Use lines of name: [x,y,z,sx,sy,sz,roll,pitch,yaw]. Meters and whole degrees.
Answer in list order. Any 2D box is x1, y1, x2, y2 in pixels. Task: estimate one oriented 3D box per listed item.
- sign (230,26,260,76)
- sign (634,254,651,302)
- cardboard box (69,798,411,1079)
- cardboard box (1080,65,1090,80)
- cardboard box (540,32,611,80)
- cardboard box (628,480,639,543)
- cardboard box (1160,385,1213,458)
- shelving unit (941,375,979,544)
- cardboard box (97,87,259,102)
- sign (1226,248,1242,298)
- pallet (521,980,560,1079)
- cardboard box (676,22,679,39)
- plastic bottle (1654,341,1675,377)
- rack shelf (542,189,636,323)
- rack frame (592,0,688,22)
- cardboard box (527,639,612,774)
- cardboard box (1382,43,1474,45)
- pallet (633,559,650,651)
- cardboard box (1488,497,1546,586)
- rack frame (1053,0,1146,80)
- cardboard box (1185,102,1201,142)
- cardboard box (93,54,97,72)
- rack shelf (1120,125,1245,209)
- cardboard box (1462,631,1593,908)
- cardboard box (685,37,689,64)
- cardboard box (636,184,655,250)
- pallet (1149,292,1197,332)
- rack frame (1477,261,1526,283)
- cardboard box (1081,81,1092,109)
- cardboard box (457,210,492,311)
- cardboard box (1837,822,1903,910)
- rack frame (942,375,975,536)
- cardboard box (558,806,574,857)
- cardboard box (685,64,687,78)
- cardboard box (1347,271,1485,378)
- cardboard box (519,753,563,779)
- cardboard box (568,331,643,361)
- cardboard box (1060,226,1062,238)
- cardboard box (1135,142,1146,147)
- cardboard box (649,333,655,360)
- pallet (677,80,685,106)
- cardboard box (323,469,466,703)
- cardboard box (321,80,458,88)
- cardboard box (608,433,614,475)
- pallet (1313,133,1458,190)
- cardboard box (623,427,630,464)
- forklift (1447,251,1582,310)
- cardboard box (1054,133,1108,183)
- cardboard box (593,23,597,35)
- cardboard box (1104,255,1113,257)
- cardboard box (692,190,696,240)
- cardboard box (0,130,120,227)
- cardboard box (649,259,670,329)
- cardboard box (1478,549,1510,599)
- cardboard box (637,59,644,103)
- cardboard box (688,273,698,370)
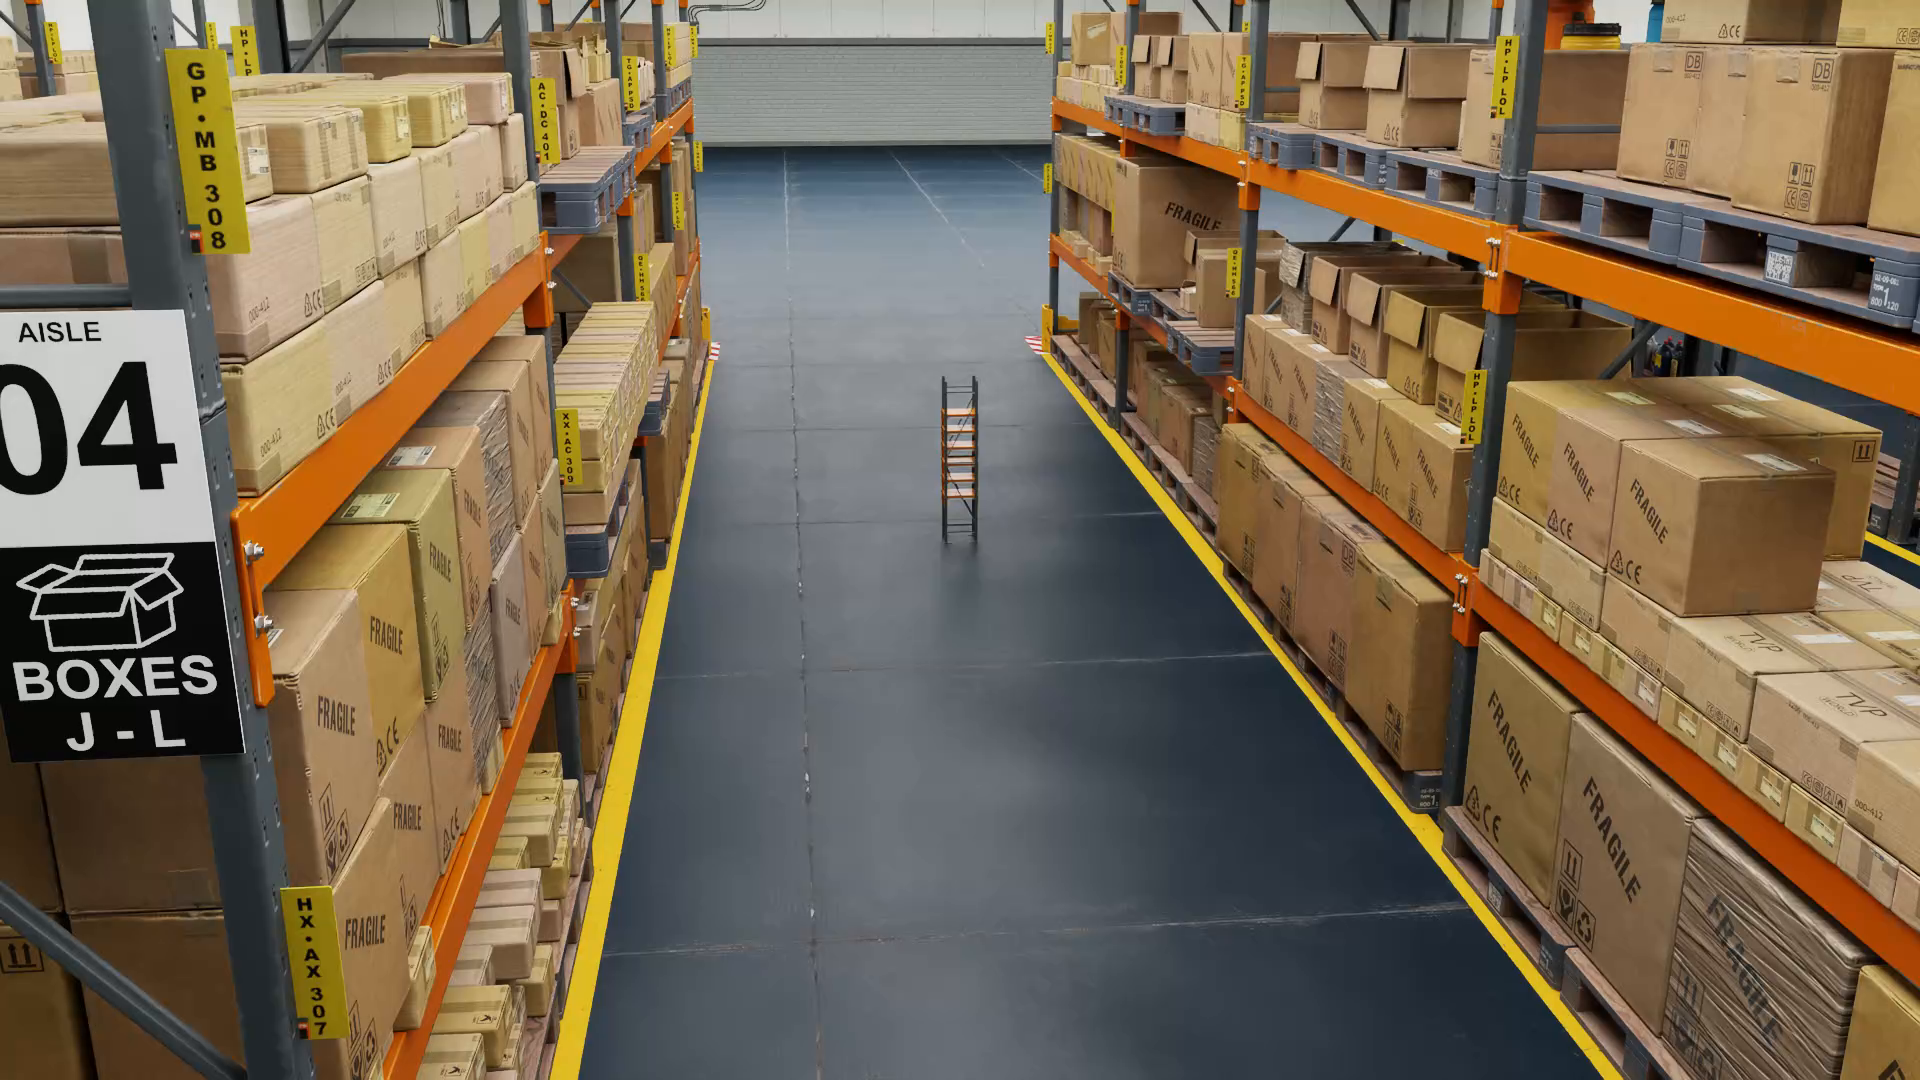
sign: [-2.731,-1.804,6.387,0.100,0.325,0.005,-2,18,-6]
sign: [-2.053,-1.682,10.727,0.100,0.325,0.005,-2,18,-6]
cardboard box: [-1.538,0.903,3.628,0.500,0.500,0.500,-1,17,-3]
cardboard box: [1.426,-4.727,16.802,0.380,0.149,0.250,-3,18,-8]
cardboard box: [-2.292,-2.880,9.889,0.396,0.266,0.258,-2,18,-6]
cardboard box: [-2.198,-0.168,9.924,0.500,0.250,0.500,-2,17,-5]
cardboard box: [2.070,-0.987,13.753,0.700,0.500,0.500,-3,18,-10]
shelving unit: [-0.001,-0.577,12.011,0.258,1.200,0.189,-2,18,-6]
cardboard box: [-2.302,-1.258,4.917,0.380,0.149,0.250,-1,17,-3]
sign: [1.813,-1.766,10.995,0.100,0.325,0.005,-2,18,-6]
pallet: [-1.946,1.937,5.654,1.003,0.211,1.213,-2,18,-6]
cardboard box: [-2.836,-4.778,15.600,0.380,0.149,0.250,-2,18,-6]
plastic bottle: [7.052,-1.811,16.626,0.144,0.351,0.185,-2,18,-6]
rack shelf: [-2.386,-1.640,8.587,1.077,0.370,4.000,-2,18,-6]
rack frame: [-3.417,-6.394,17.520,1.000,3.000,0.127,-2,18,-6]
cardboard box: [-1.992,0.807,8.069,0.500,0.500,0.500,-1,17,-3]
cardboard box: [2.663,-2.517,9.309,0.500,0.500,0.500,-1,17,-3]
pallet: [-2.513,0.415,10.503,1.003,0.211,1.213,-2,18,-6]
cardboard box: [2.553,-0.002,6.929,0.500,0.250,0.500,-2,18,-7]
rack frame: [1.527,-6.517,17.912,1.000,3.000,0.127,-2,18,-6]
cardboard box: [1.945,-3.062,12.165,0.500,0.250,0.500,-1,17,-4]
cardboard box: [-7.700,-4.187,14.587,0.380,0.149,0.250,-2,18,-6]
rack shelf: [2.146,-2.955,12.775,1.077,0.370,4.000,-2,18,-6]
cardboard box: [2.753,0.933,7.044,0.875,0.875,0.875,-2,18,-6]
cardboard box: [-3.038,-4.995,16.957,0.500,0.250,0.500,-2,18,-6]
cardboard box: [-2.947,-2.717,13.987,0.700,0.500,0.500,-2,18,-7]
pallet: [2.107,-1.768,13.122,1.003,0.211,1.213,-2,18,-6]
rack frame: [6.454,-3.808,19.298,1.000,3.000,0.127,-2,18,-6]
cardboard box: [1.485,-4.407,16.448,0.500,0.250,0.500,-1,17,-4]
cardboard box: [-1.767,-0.878,5.208,0.500,0.250,0.500,-2,18,-6]
cardboard box: [2.735,0.909,4.693,0.380,0.149,0.250,-1,17,-5]
rack frame: [-0.011,-0.604,12.098,0.240,1.200,0.006,-2,18,-6]
cardboard box: [-1.790,1.226,6.827,0.380,0.149,0.250,-3,18,-8]
cardboard box: [-2.940,-4.699,16.681,0.380,0.149,0.250,-2,18,-6]
cardboard box: [2.552,-1.185,9.104,0.797,0.503,0.637,-1,17,-4]
cardboard box: [-1.884,1.017,6.994,0.380,0.149,0.250,-1,17,-4]
cardboard box: [-1.984,-1.076,9.323,0.380,0.149,0.250,-2,18,-6]
cardboard box: [1.319,-3.443,18.554,0.380,0.149,0.250,-2,18,-6]
cardboard box: [1.979,-3.718,16.680,0.500,0.500,0.500,-2,18,-6]
cardboard box: [-2.059,-1.158,10.080,0.380,0.149,0.250,-1,17,-4]
pallet: [-3.201,-4.335,16.119,1.003,0.211,1.213,-2,18,-6]
cardboard box: [-1.639,0.121,4.452,0.500,0.500,0.500,-2,18,-7]
cardboard box: [-1.861,-1.428,5.461,0.380,0.149,0.250,-1,17,-4]
cardboard box: [-1.791,-0.388,7.626,0.380,0.149,0.250,-2,18,-7]
pallet: [2.590,-2.089,9.131,1.003,0.211,1.213,-1,17,-3]
cardboard box: [-1.870,-0.476,8.404,0.380,0.149,0.250,-3,18,-8]
forklift: [4.464,-1.822,13.088,1.130,2.935,3.031,-2,17,-5]
cardboard box: [1.313,-4.149,18.053,0.500,0.500,0.500,-2,18,-6]
cardboard box: [-3.385,-4.454,14.569,0.380,0.149,0.250,-2,18,-6]
cardboard box: [1.611,-2.699,16.185,0.380,0.149,0.250,-2,18,-6]
cardboard box: [-3.334,-3.494,18.048,0.875,0.550,0.550,-2,18,-6]
cardboard box: [-1.574,-0.657,3.003,0.380,0.149,0.250,-2,18,-6]
cardboard box: [-2.580,-1.939,13.180,0.500,0.500,0.500,-2,17,-5]
cardboard box: [2.464,0.139,7.147,0.380,0.149,0.250,-2,18,-6]
cardboard box: [-2.552,-3.310,11.984,0.500,0.311,0.500,-2,18,-7]
cardboard box: [-3.188,-2.256,17.202,0.875,0.875,0.875,-2,18,-7]
